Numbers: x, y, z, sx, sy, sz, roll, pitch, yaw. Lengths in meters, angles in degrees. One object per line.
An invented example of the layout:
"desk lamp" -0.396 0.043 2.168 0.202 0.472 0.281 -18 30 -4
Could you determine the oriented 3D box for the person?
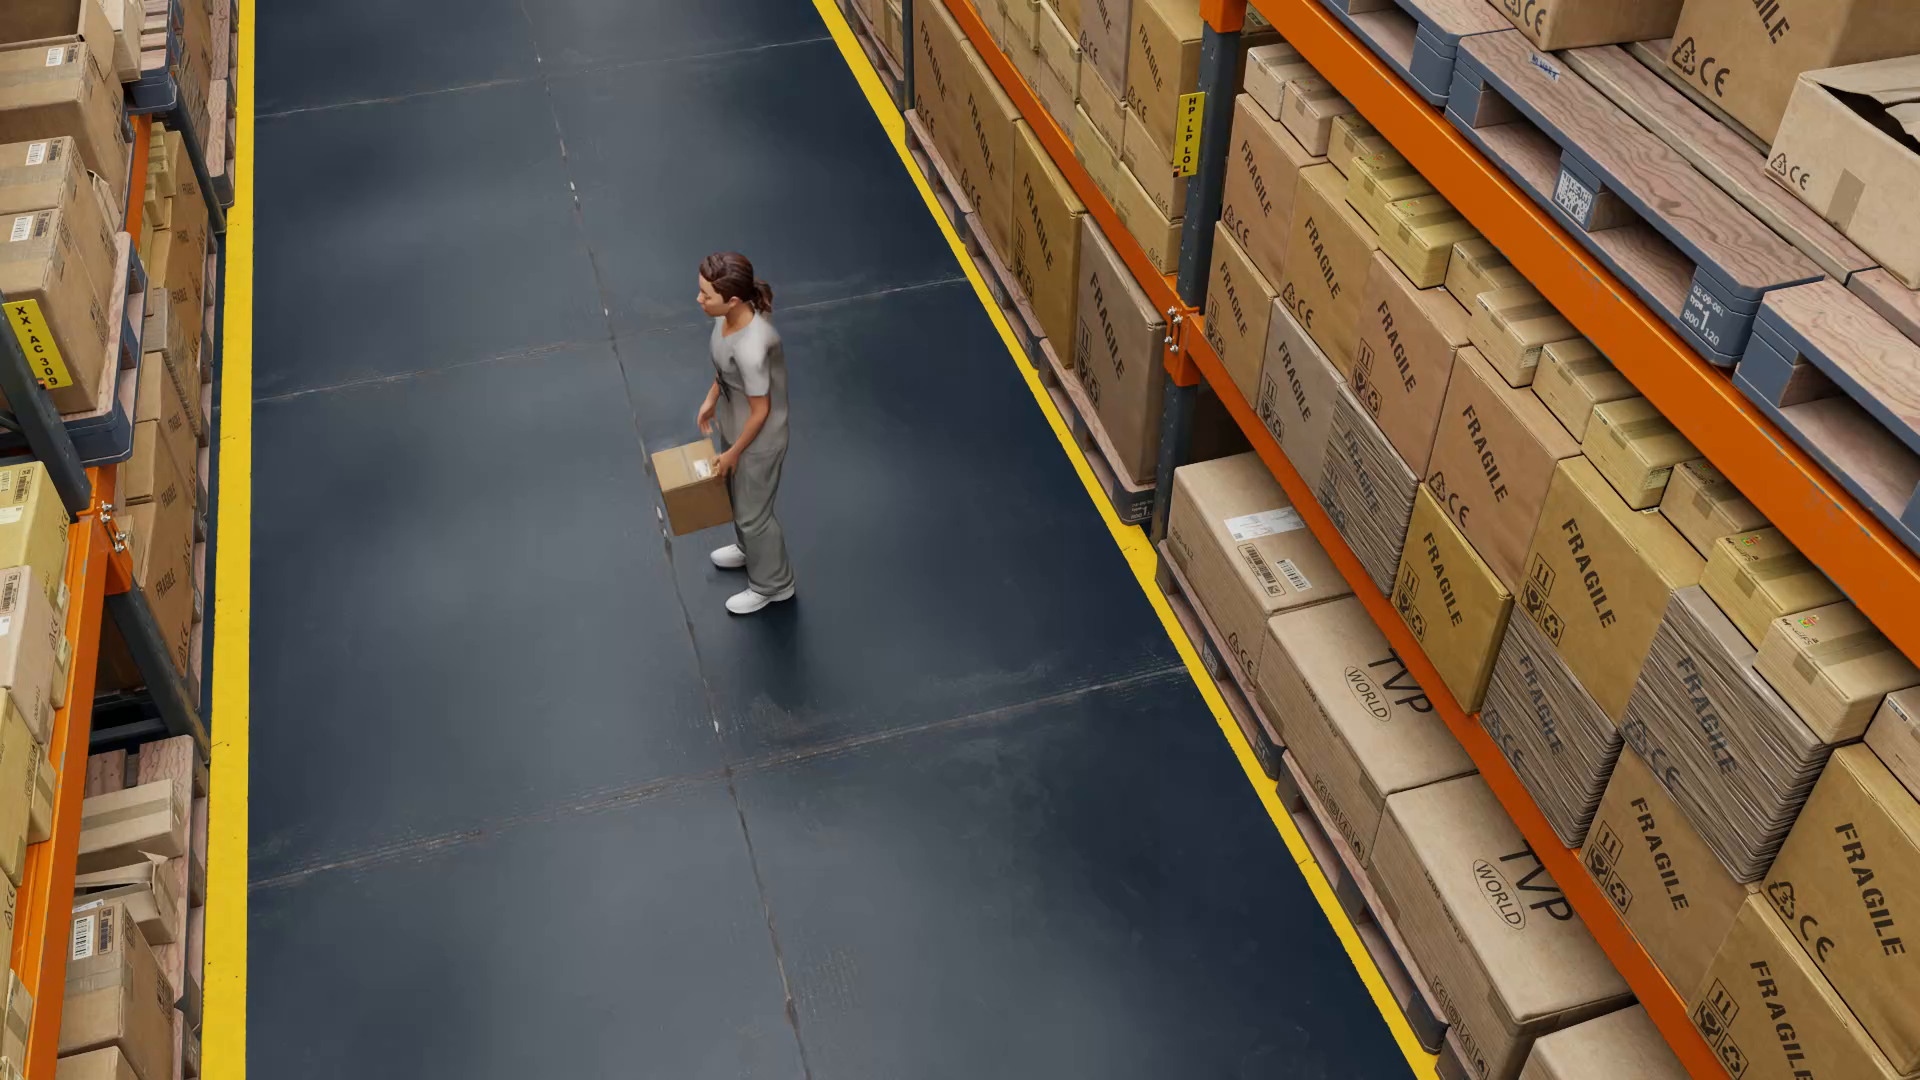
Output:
"person" -0.858 -0.429 6.629 0.365 1.676 0.471 -13 44 -14
